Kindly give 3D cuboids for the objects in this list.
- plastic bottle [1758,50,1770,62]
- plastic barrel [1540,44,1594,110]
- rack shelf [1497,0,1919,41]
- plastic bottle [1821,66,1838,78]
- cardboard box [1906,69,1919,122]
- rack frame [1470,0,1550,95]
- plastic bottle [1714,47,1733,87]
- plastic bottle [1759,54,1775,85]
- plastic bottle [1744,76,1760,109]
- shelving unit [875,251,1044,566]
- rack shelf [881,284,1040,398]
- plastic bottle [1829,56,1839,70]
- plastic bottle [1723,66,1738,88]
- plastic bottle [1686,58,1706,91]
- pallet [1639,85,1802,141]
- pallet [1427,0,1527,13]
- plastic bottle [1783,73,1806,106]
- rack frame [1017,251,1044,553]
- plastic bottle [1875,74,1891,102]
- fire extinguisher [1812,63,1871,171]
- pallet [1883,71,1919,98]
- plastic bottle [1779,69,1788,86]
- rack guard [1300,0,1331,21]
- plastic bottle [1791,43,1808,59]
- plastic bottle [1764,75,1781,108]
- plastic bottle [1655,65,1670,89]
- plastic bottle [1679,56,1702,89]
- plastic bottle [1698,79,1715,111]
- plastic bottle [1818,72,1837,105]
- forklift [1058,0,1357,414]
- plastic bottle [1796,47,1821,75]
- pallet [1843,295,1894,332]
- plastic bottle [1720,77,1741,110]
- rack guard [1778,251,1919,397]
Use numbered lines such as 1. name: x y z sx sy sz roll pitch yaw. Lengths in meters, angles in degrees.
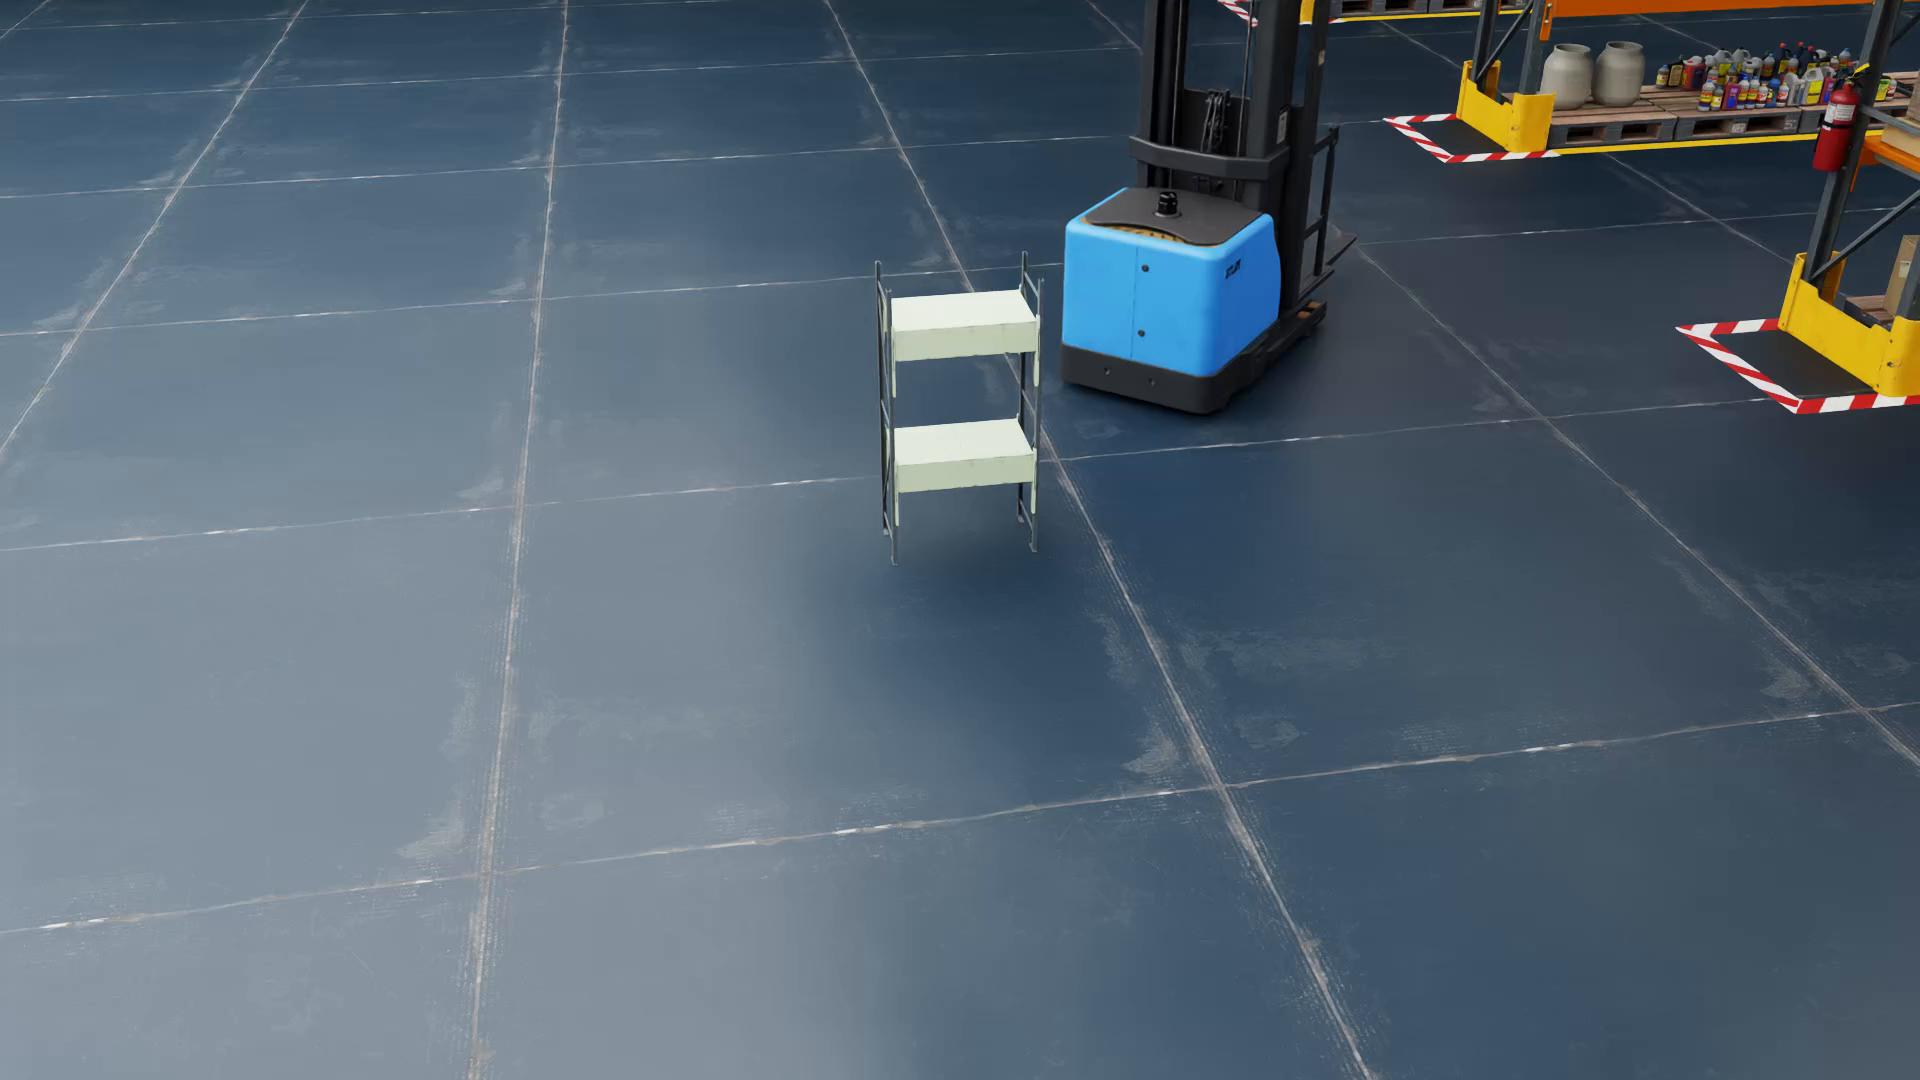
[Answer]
1. plastic bottle: 7.510 -4.442 15.591 0.133 0.283 0.061 -4 31 -7
2. plastic barrel: 5.433 -4.143 14.877 0.421 0.512 0.421 0 30 0
3. rack shelf: 6.767 -4.809 14.679 4.000 0.370 1.077 -5 31 -9
4. plastic bottle: 7.912 -4.169 15.133 0.135 0.276 0.152 -5 31 -9
5. cardboard box: 6.237 -2.675 9.947 0.500 0.500 0.875 -5 31 -9
6. rack frame: 4.799 -4.936 14.186 0.127 3.000 1.000 -5 31 -9
7. plastic bottle: 7.078 -4.409 15.469 0.185 0.351 0.144 -4 31 -7
8. plastic bottle: 7.542 -4.399 15.529 0.097 0.271 0.097 0 30 0
9. plastic bottle: 7.074 -4.000 14.852 0.097 0.271 0.097 0 30 0
10. shelving unit: -0.007 -0.646 8.369 0.755 1.500 0.431 -5 31 -9
11. rack shelf: -0.007 -0.982 8.171 0.720 0.370 0.431 -5 31 -9
12. plastic bottle: 8.242 -4.465 15.711 0.097 0.201 0.097 0 30 0
13. plastic bottle: 7.143 -4.289 15.411 0.097 0.201 0.097 0 30 0
14. plastic bottle: 6.799 -4.298 15.345 0.133 0.283 0.061 -5 31 -9
15. pallet: 6.863 -3.946 15.252 1.213 0.211 1.003 -5 31 -9
16. pallet: 5.853 -6.405 19.434 1.213 0.211 1.003 -5 31 -9
17. plastic bottle: 7.485 -4.055 14.939 0.135 0.276 0.152 -5 31 -8
18. rack frame: 0.353 -0.679 8.426 0.023 1.500 0.400 -5 31 -9
19. plastic bottle: 8.320 -4.112 15.029 0.133 0.283 0.061 -4 31 -6
20. fire extinguisher: 5.496 -2.653 10.379 0.183 0.674 0.296 -5 31 -9
21. pallet: 9.499 -4.191 15.668 1.213 0.211 1.003 -5 31 -9
22. plastic bottle: 7.466 -4.111 15.028 0.133 0.283 0.061 -5 31 -9
23. rack guard: 3.887 -6.327 19.016 0.348 0.500 1.175 -5 31 -9
24. plastic bottle: 7.865 -4.482 15.593 0.185 0.351 0.144 -4 31 -8
25. plastic bottle: 7.274 -4.019 14.883 0.097 0.271 0.097 0 30 0
26. plastic bottle: 6.527 -4.306 15.440 0.097 0.201 0.097 0 30 0
27. plastic bottle: 6.780 -4.347 15.437 0.135 0.276 0.152 -5 31 -9
28. plastic bottle: 6.639 -3.960 14.783 0.097 0.271 0.097 0 30 0
29. plastic bottle: 7.811 -4.065 14.949 0.133 0.283 0.061 -3 31 -6
30. forklift: 1.811 -2.725 10.493 1.130 2.935 3.031 17 35 27
31. plastic bottle: 7.891 -4.411 15.471 0.185 0.351 0.144 -5 31 -9
32. pallet: 6.572 -1.328 10.801 1.213 0.211 1.003 -5 31 -9
33. plastic bottle: 6.865 -3.977 14.800 0.133 0.283 0.061 -5 31 -8
34. rack guard: 5.766 -1.396 10.631 0.348 0.500 1.175 -5 31 -9
